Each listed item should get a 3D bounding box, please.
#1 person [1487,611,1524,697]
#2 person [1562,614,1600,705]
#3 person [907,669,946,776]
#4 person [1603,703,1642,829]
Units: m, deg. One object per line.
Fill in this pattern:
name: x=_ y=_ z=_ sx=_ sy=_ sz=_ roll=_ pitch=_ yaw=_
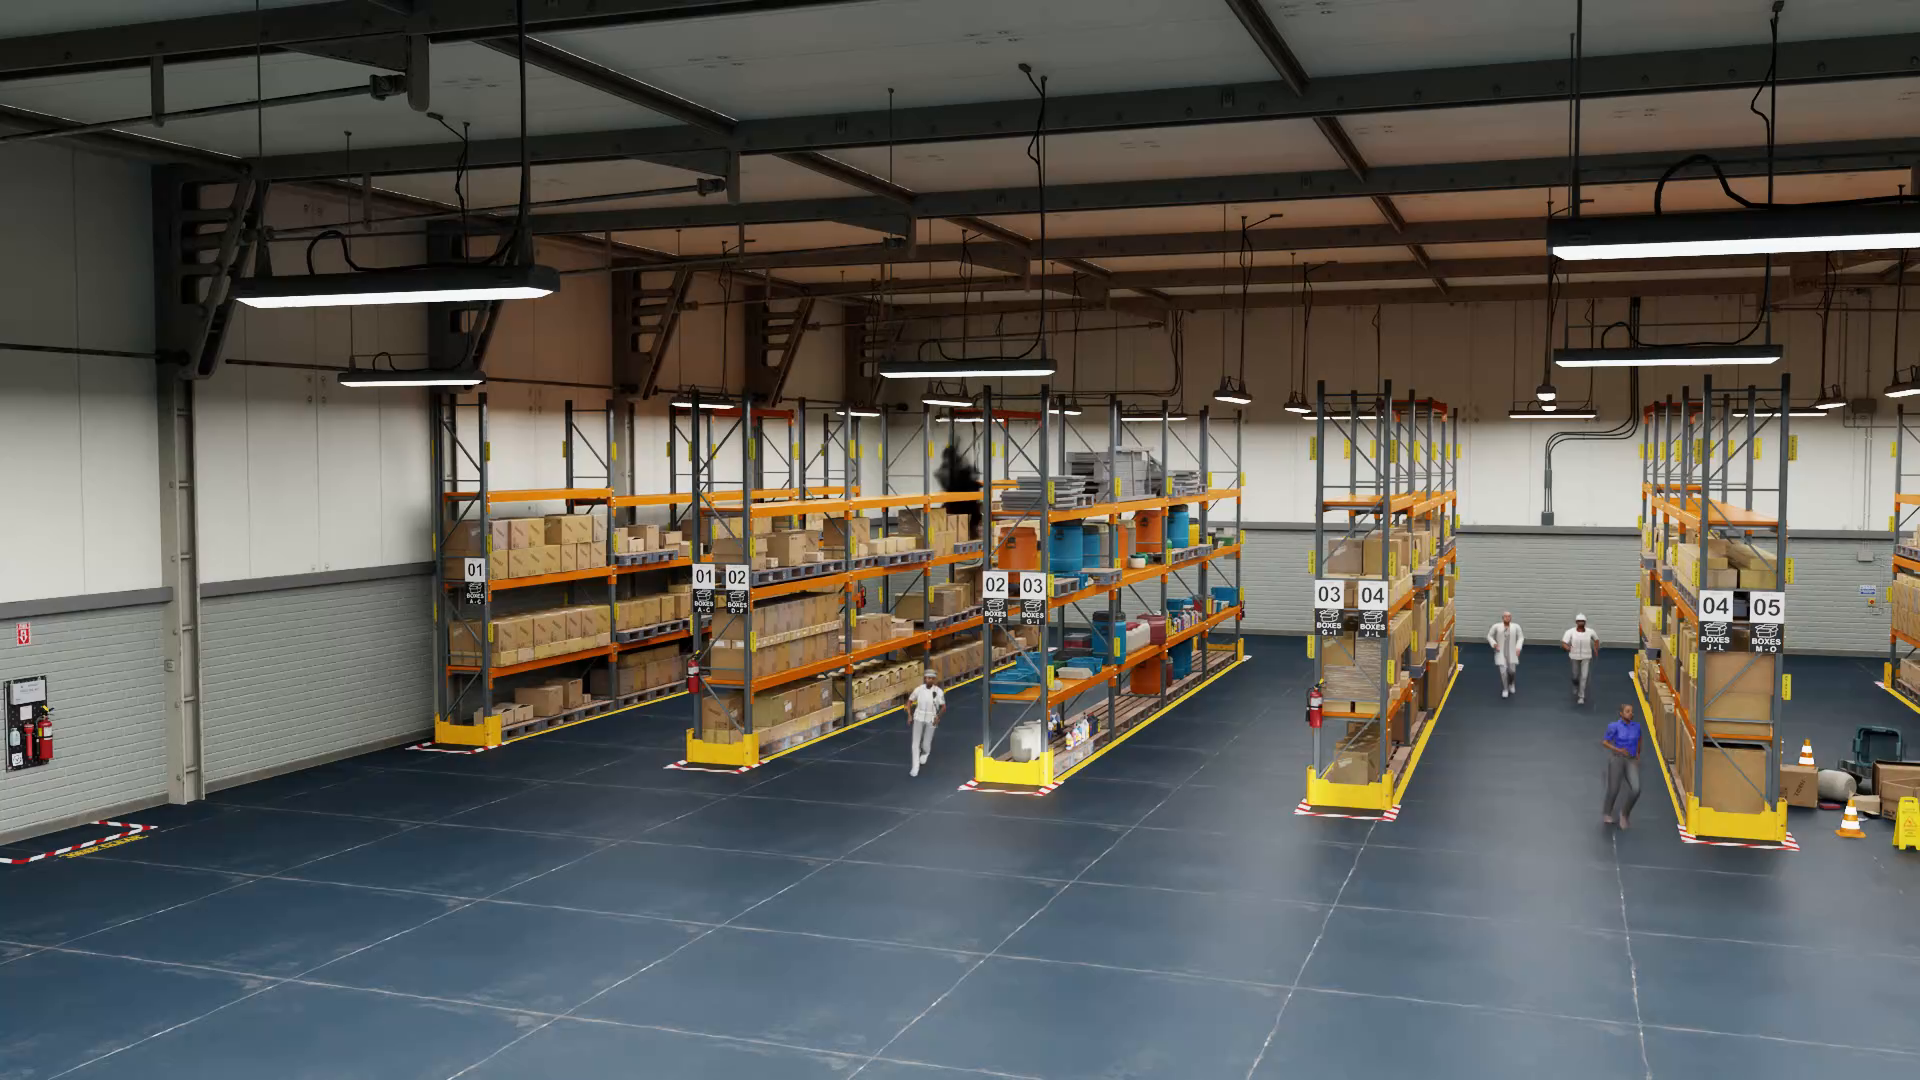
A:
person: x=11.139 y=2.330 z=33.969 sx=0.726 sy=1.745 sz=0.570 roll=1 pitch=3 yaw=14
person: x=12.365 y=2.354 z=33.131 sx=0.706 sy=1.751 sz=0.940 roll=1 pitch=3 yaw=19
person: x=-0.526 y=2.823 z=25.889 sx=0.613 sy=1.659 sz=0.588 roll=0 pitch=3 yaw=5
person: x=8.854 y=3.015 z=22.147 sx=0.582 sy=1.663 sz=0.639 roll=0 pitch=3 yaw=2
